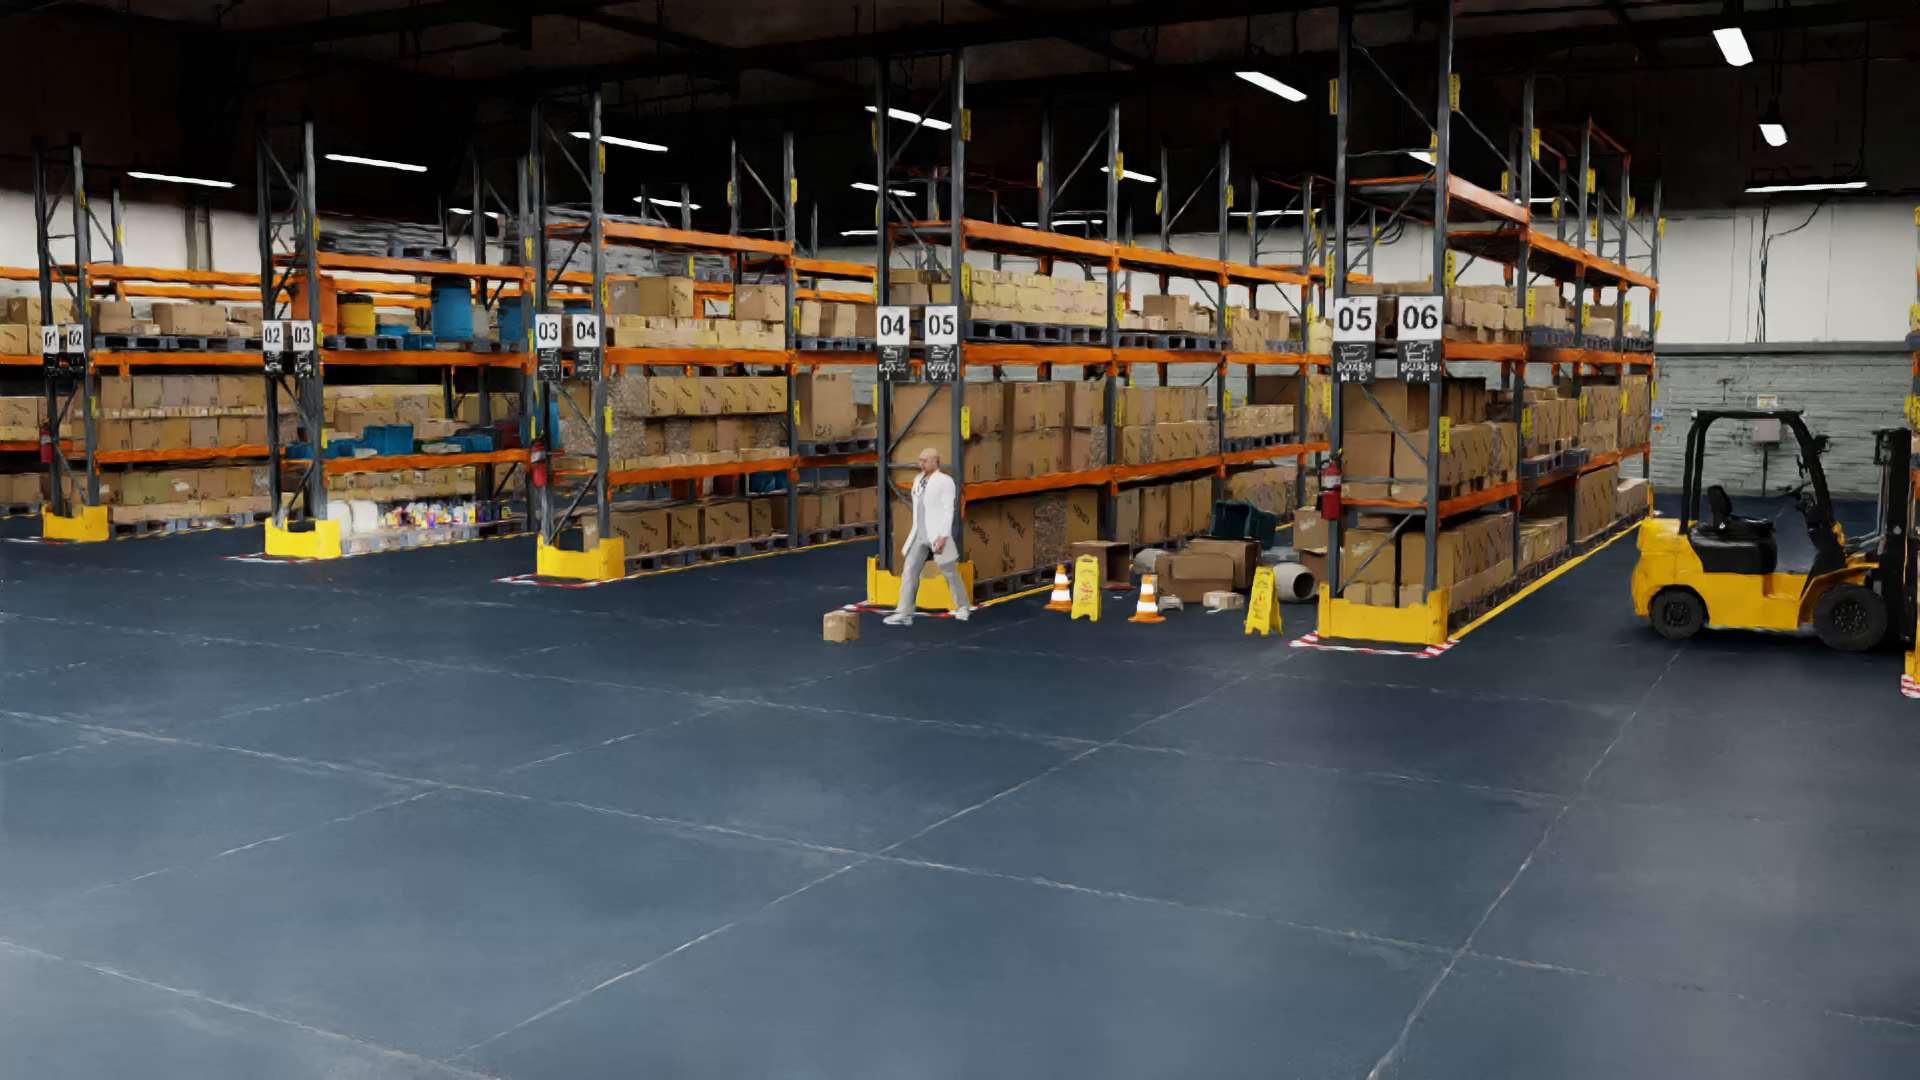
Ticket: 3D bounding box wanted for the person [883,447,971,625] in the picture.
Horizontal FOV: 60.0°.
[{"bbox_3d":[-0.282,-0.038,16.440,0.585,1.759,0.927,5,7,39],"label":"person"}]
